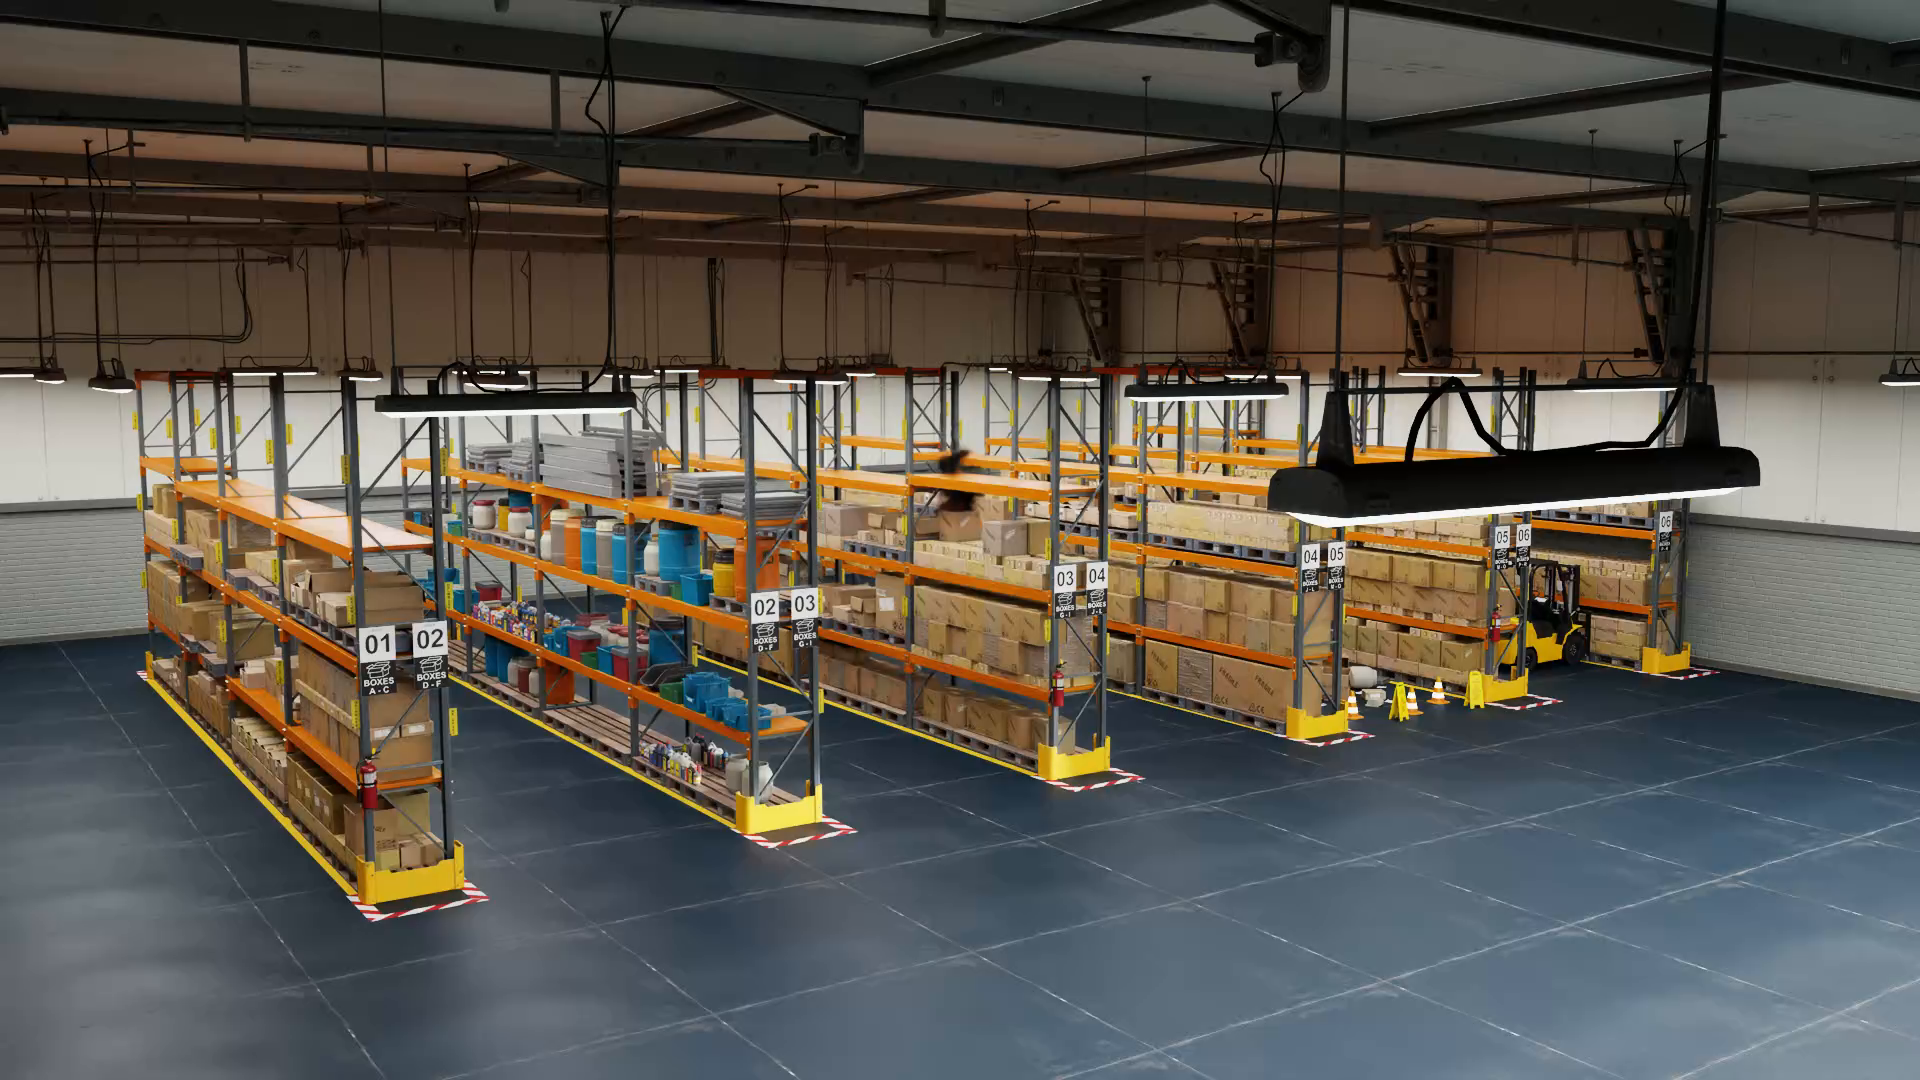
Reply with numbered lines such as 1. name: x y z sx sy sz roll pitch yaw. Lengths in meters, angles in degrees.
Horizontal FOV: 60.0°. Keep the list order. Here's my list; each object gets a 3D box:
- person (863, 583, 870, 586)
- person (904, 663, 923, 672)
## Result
1. person: -1.952 1.699 33.855 0.632 1.662 0.595 -4 8 -35
2. person: -0.859 1.795 32.190 0.700 1.774 0.913 -5 8 -38
